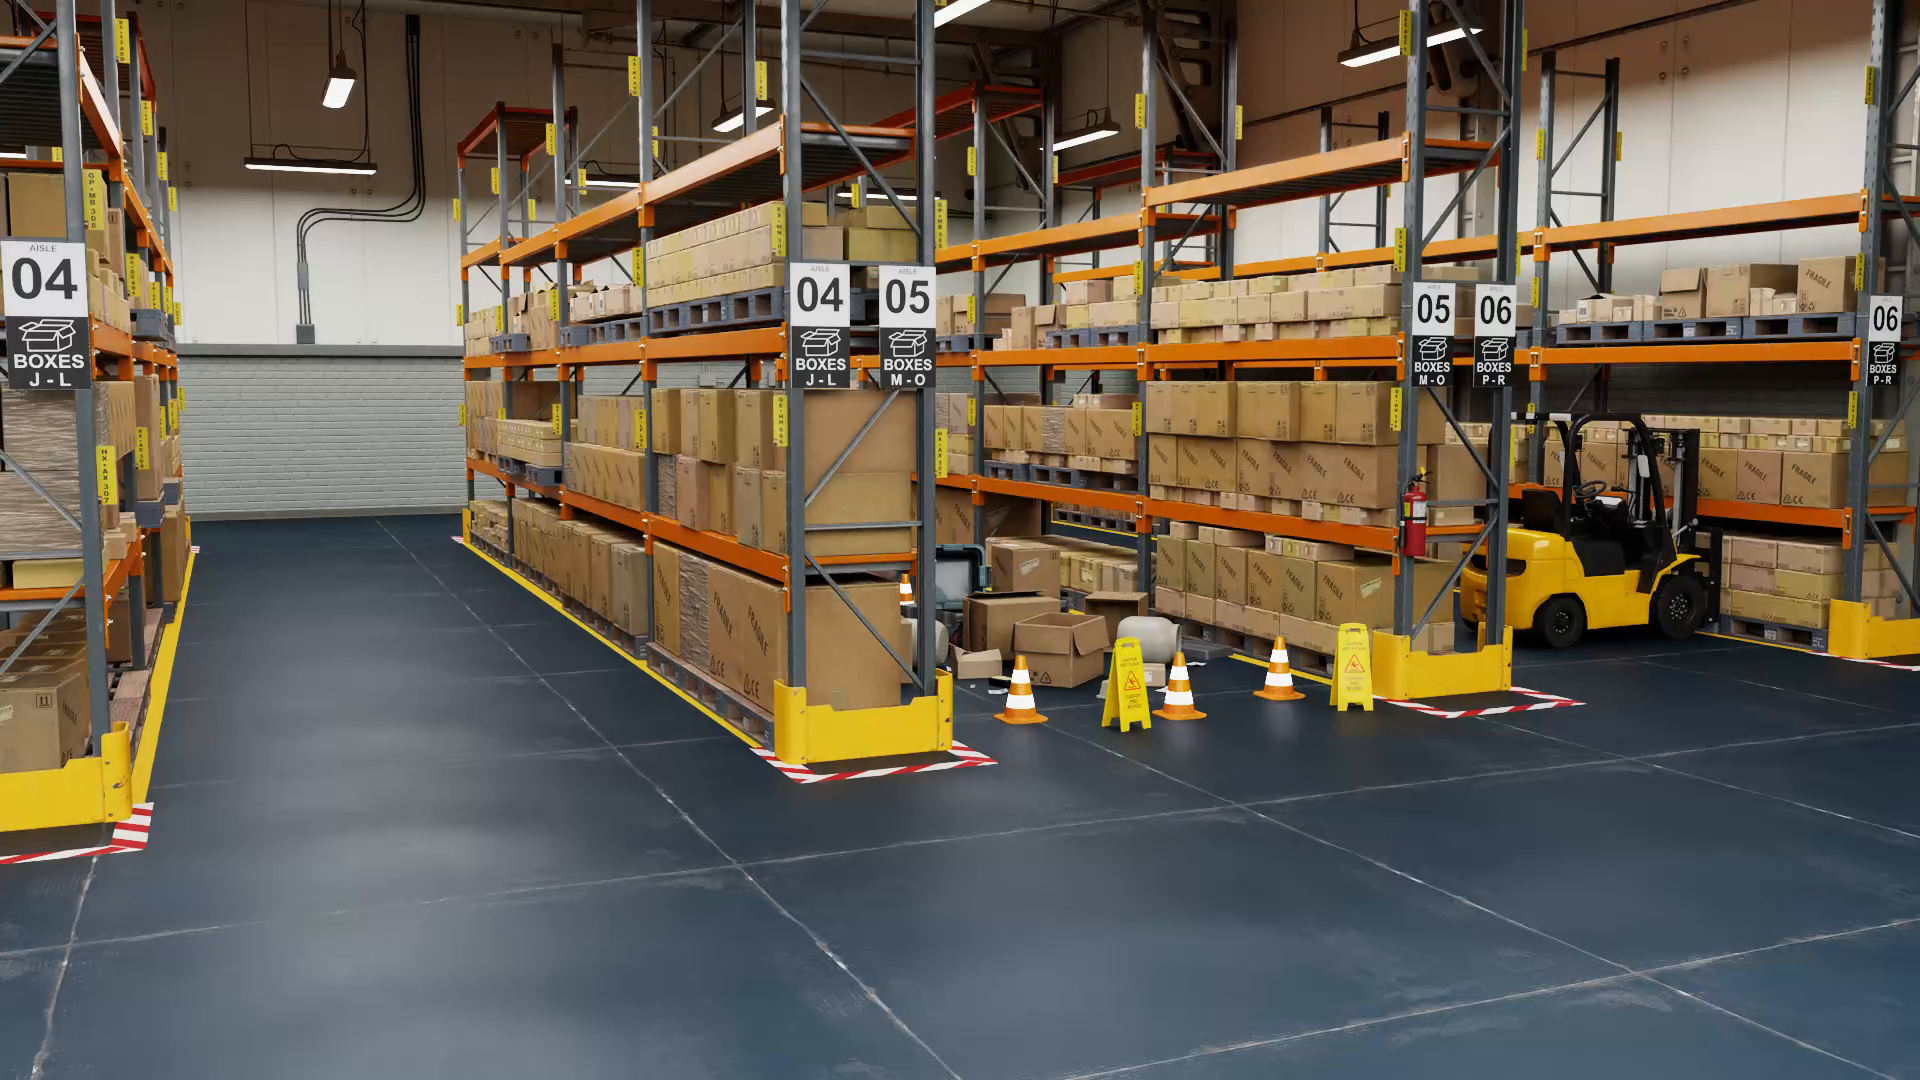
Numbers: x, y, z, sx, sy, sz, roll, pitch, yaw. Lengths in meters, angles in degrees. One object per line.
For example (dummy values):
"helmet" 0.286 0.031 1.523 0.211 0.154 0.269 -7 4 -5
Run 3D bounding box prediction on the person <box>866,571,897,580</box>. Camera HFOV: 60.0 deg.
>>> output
"person" -1.032 0.380 17.134 0.798 0.891 0.489 -2 6 -24
